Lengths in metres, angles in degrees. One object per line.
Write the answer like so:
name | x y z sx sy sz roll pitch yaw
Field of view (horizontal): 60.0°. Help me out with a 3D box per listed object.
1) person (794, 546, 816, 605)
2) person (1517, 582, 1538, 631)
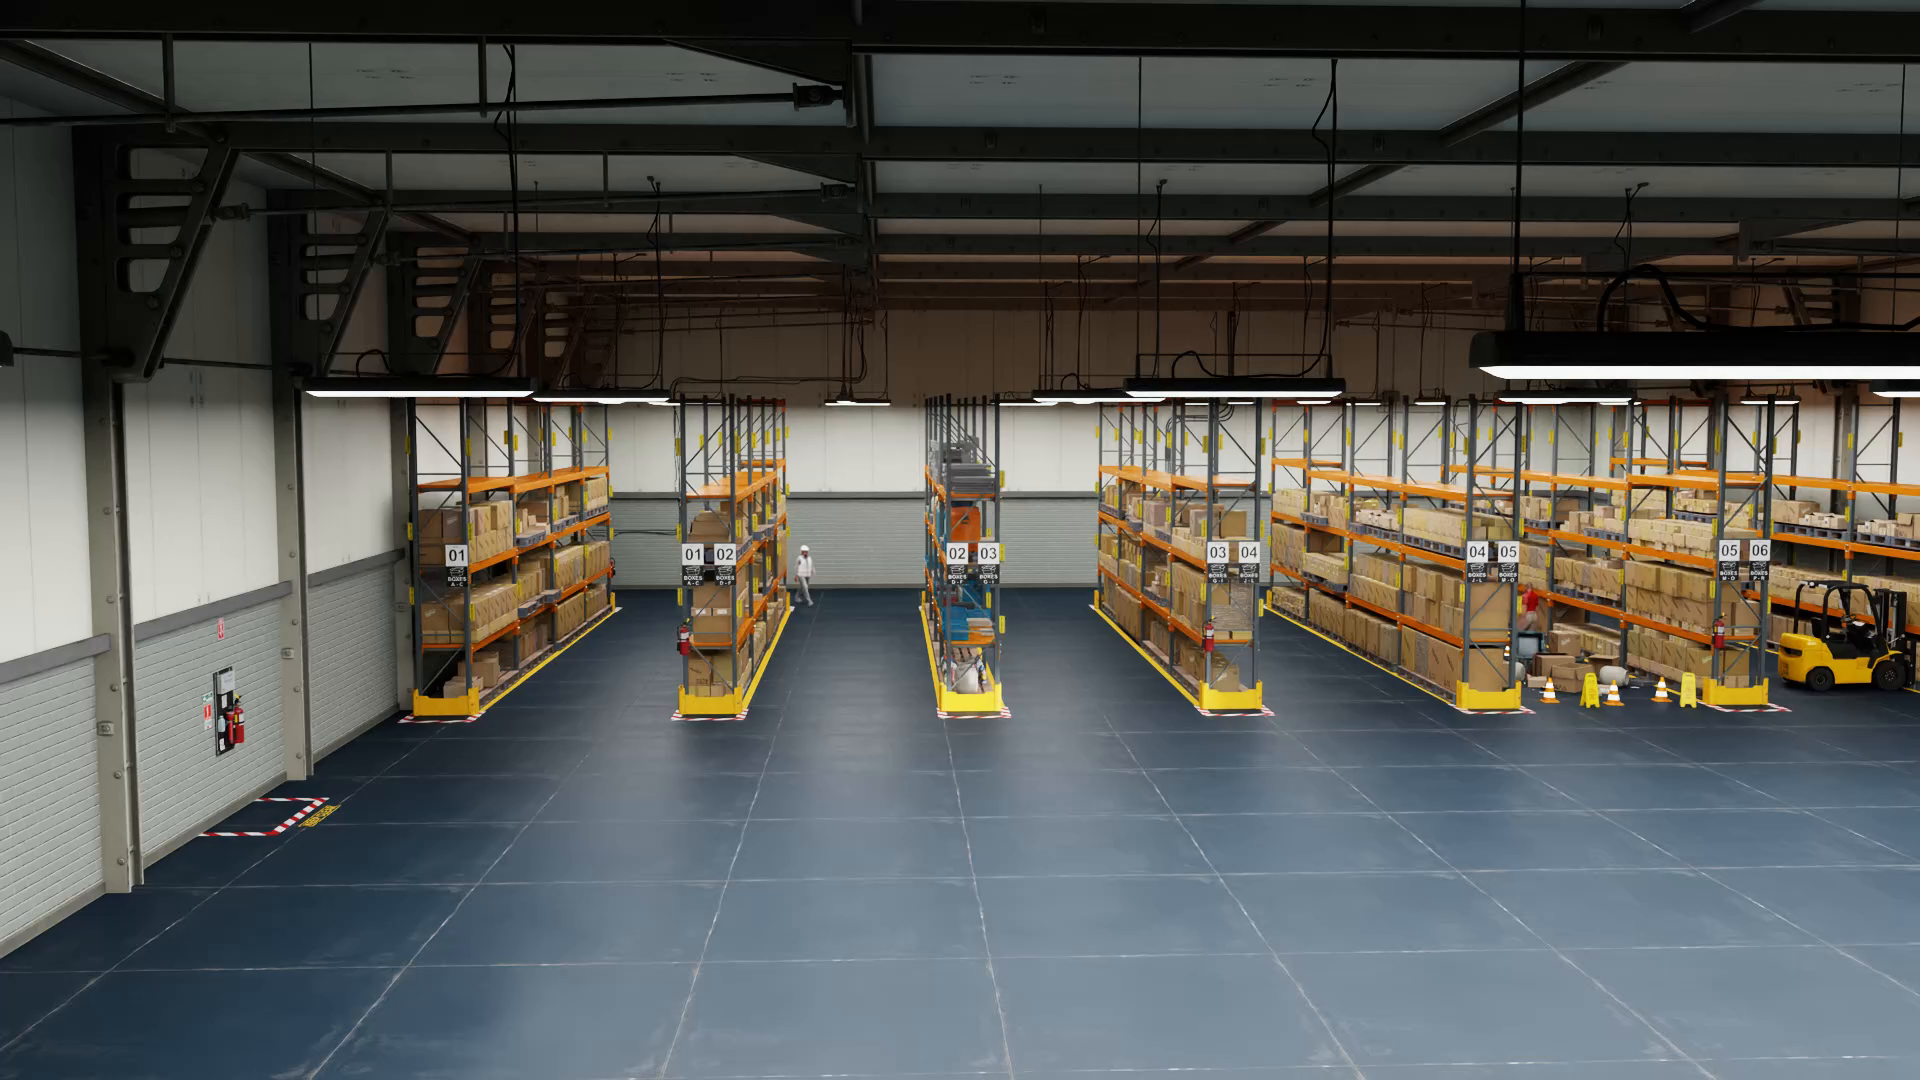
person | -4.510 1.019 48.387 0.550 1.707 1.103 -4 6 -44
person | 13.110 1.838 38.403 0.574 1.750 0.414 -3 5 -31
